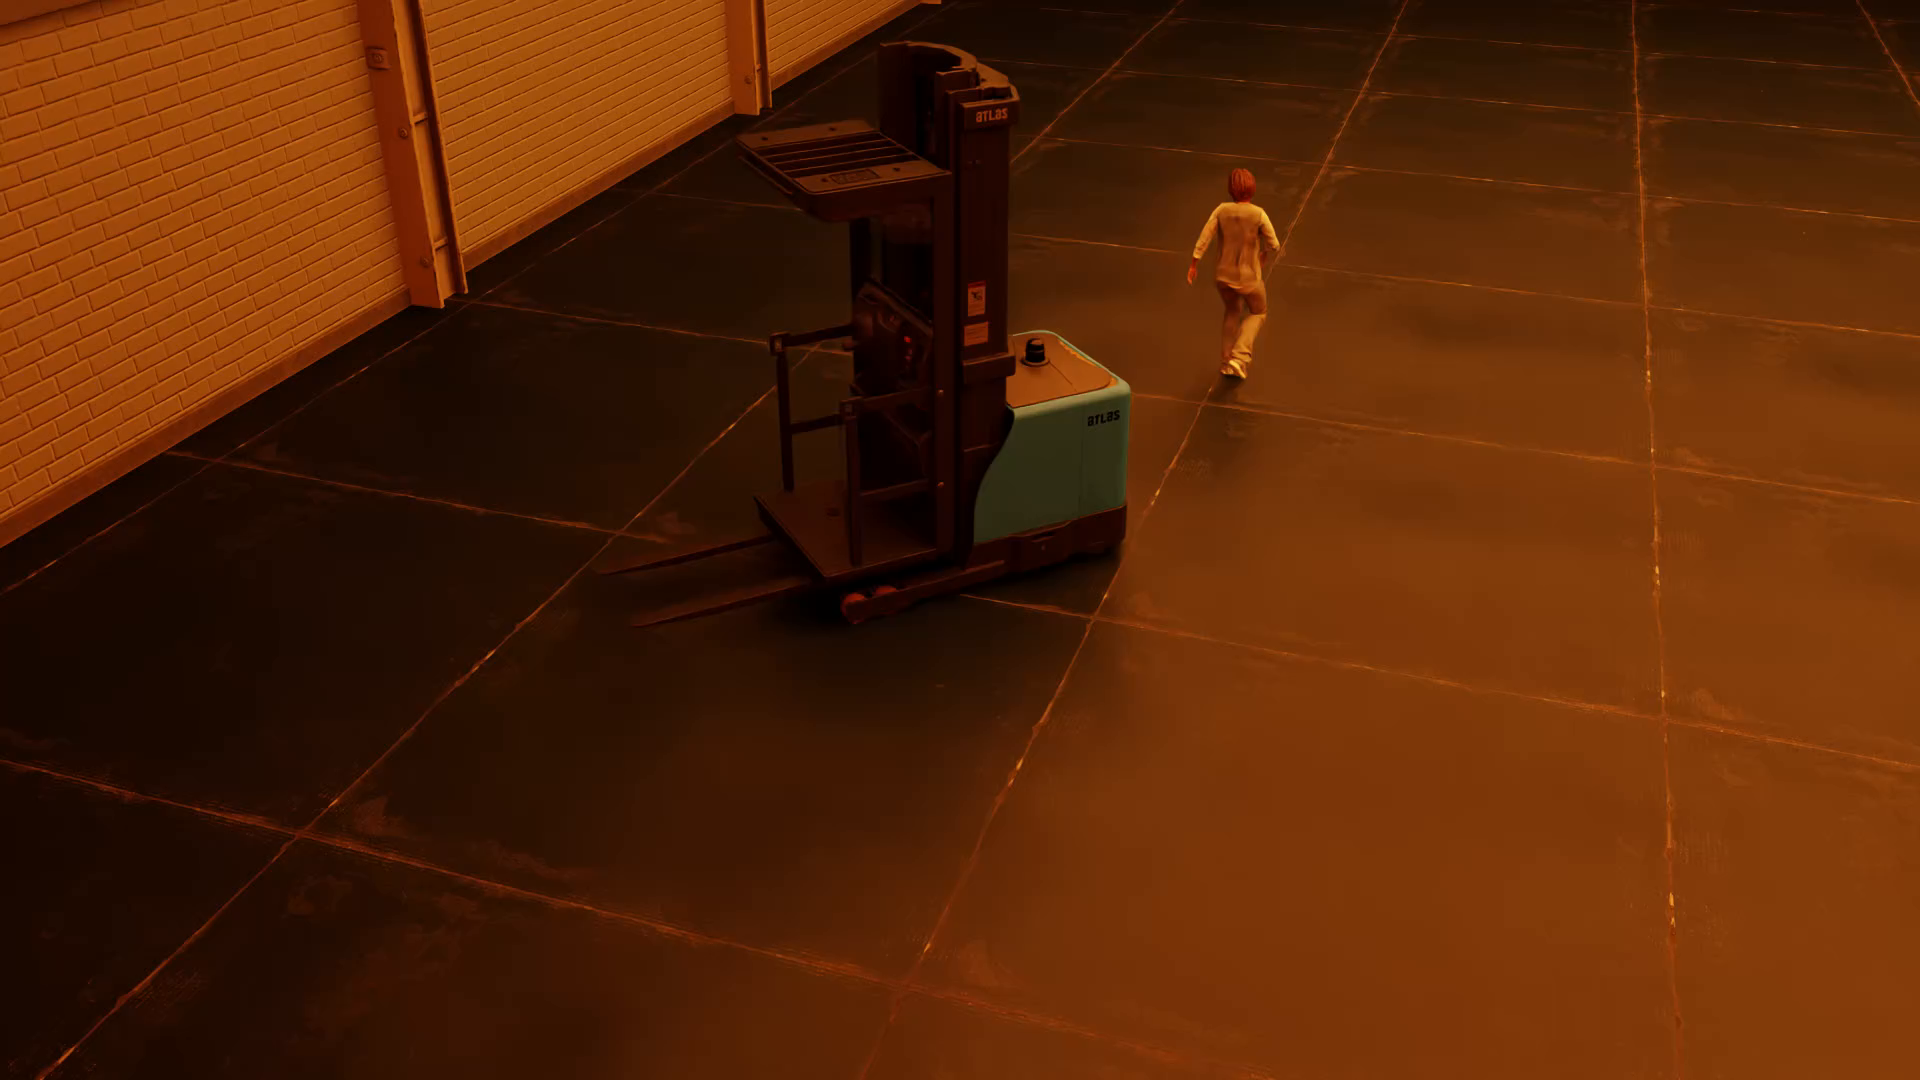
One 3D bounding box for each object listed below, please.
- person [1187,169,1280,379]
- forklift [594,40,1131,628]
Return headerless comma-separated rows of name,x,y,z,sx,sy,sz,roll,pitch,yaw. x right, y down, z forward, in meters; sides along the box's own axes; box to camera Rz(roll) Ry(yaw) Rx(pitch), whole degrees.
person,1.956,-1.891,11.859,0.604,1.548,0.516,18,34,28
forklift,-0.558,-1.105,9.075,3.031,2.935,1.130,-14,33,-23
